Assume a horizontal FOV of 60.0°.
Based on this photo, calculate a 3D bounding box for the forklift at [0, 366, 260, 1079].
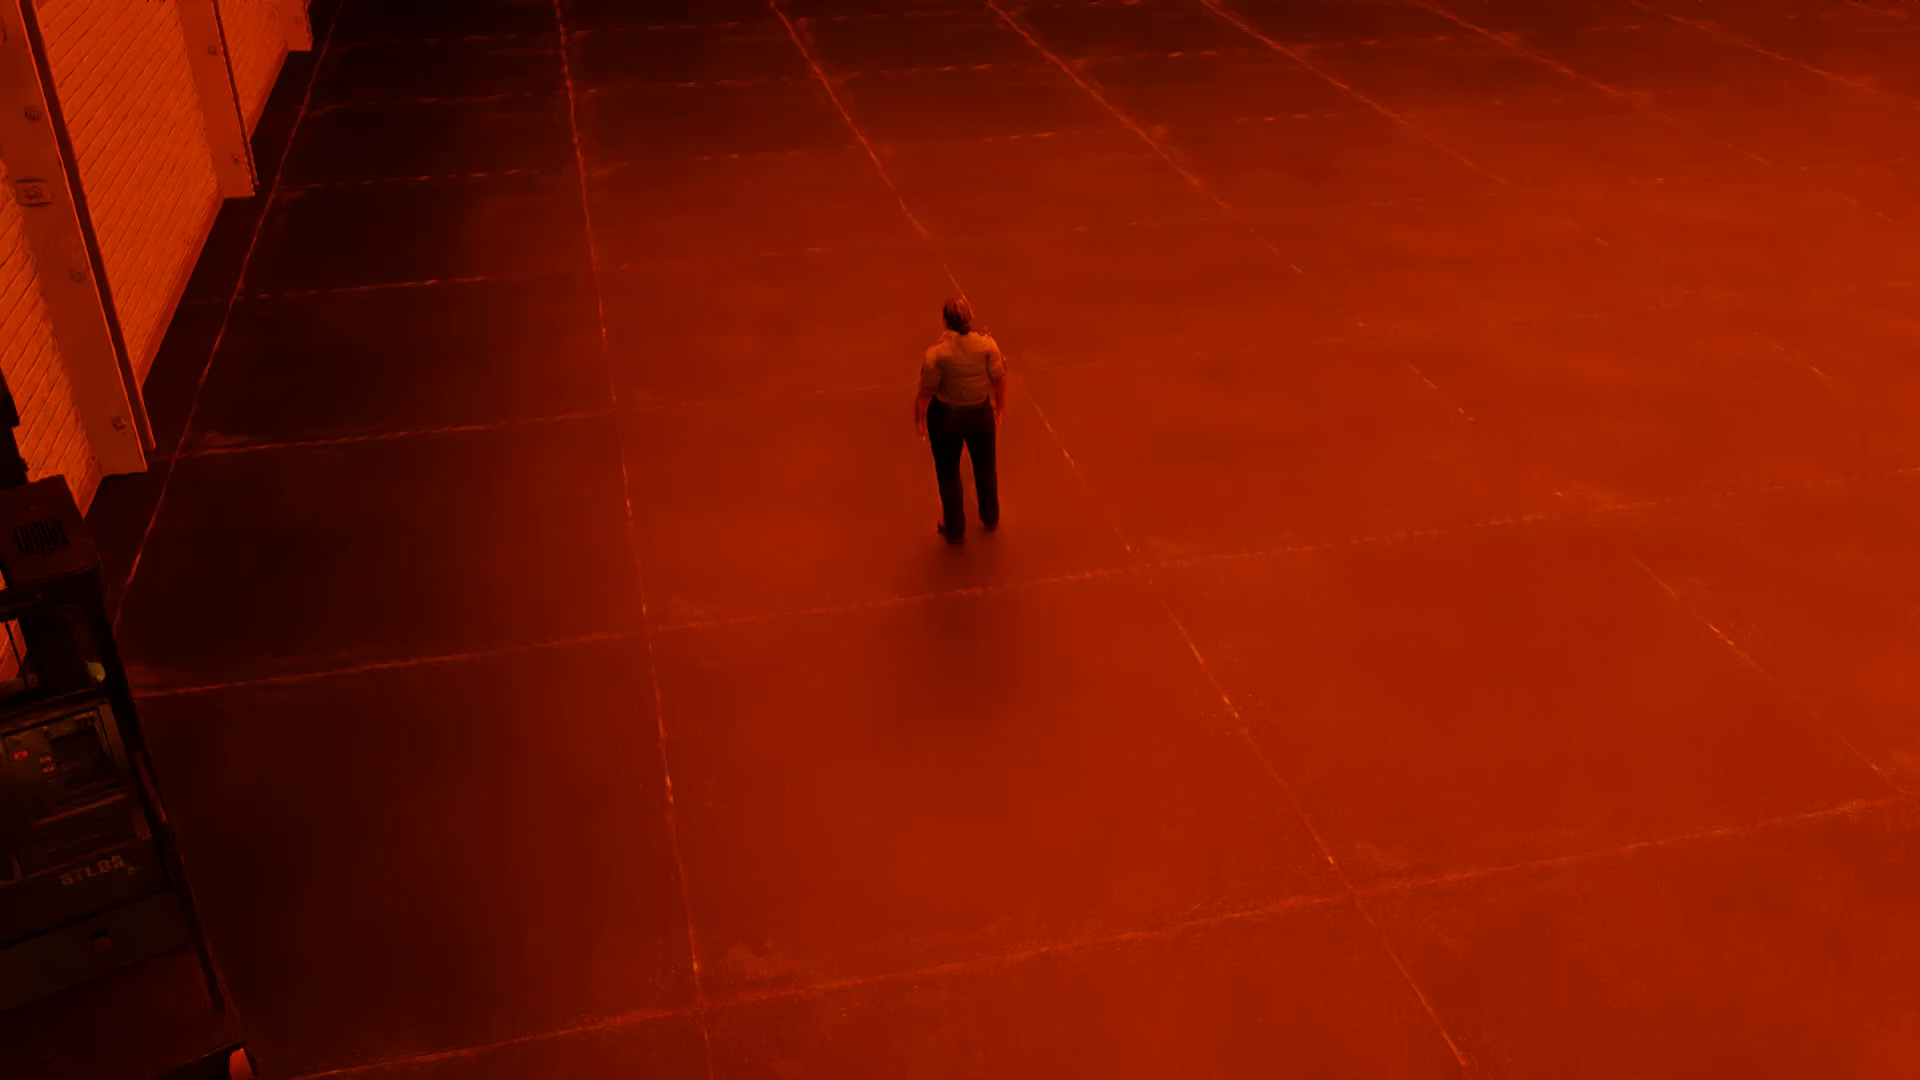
[{"bbox_3d":[-3.483,0.927,5.972,1.130,2.935,3.031,-18,35,-29],"label":"forklift"}]

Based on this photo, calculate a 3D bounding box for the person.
[{"bbox_3d":[0.001,-0.766,10.164,0.599,1.650,0.502,-7,31,-12],"label":"person"}]
